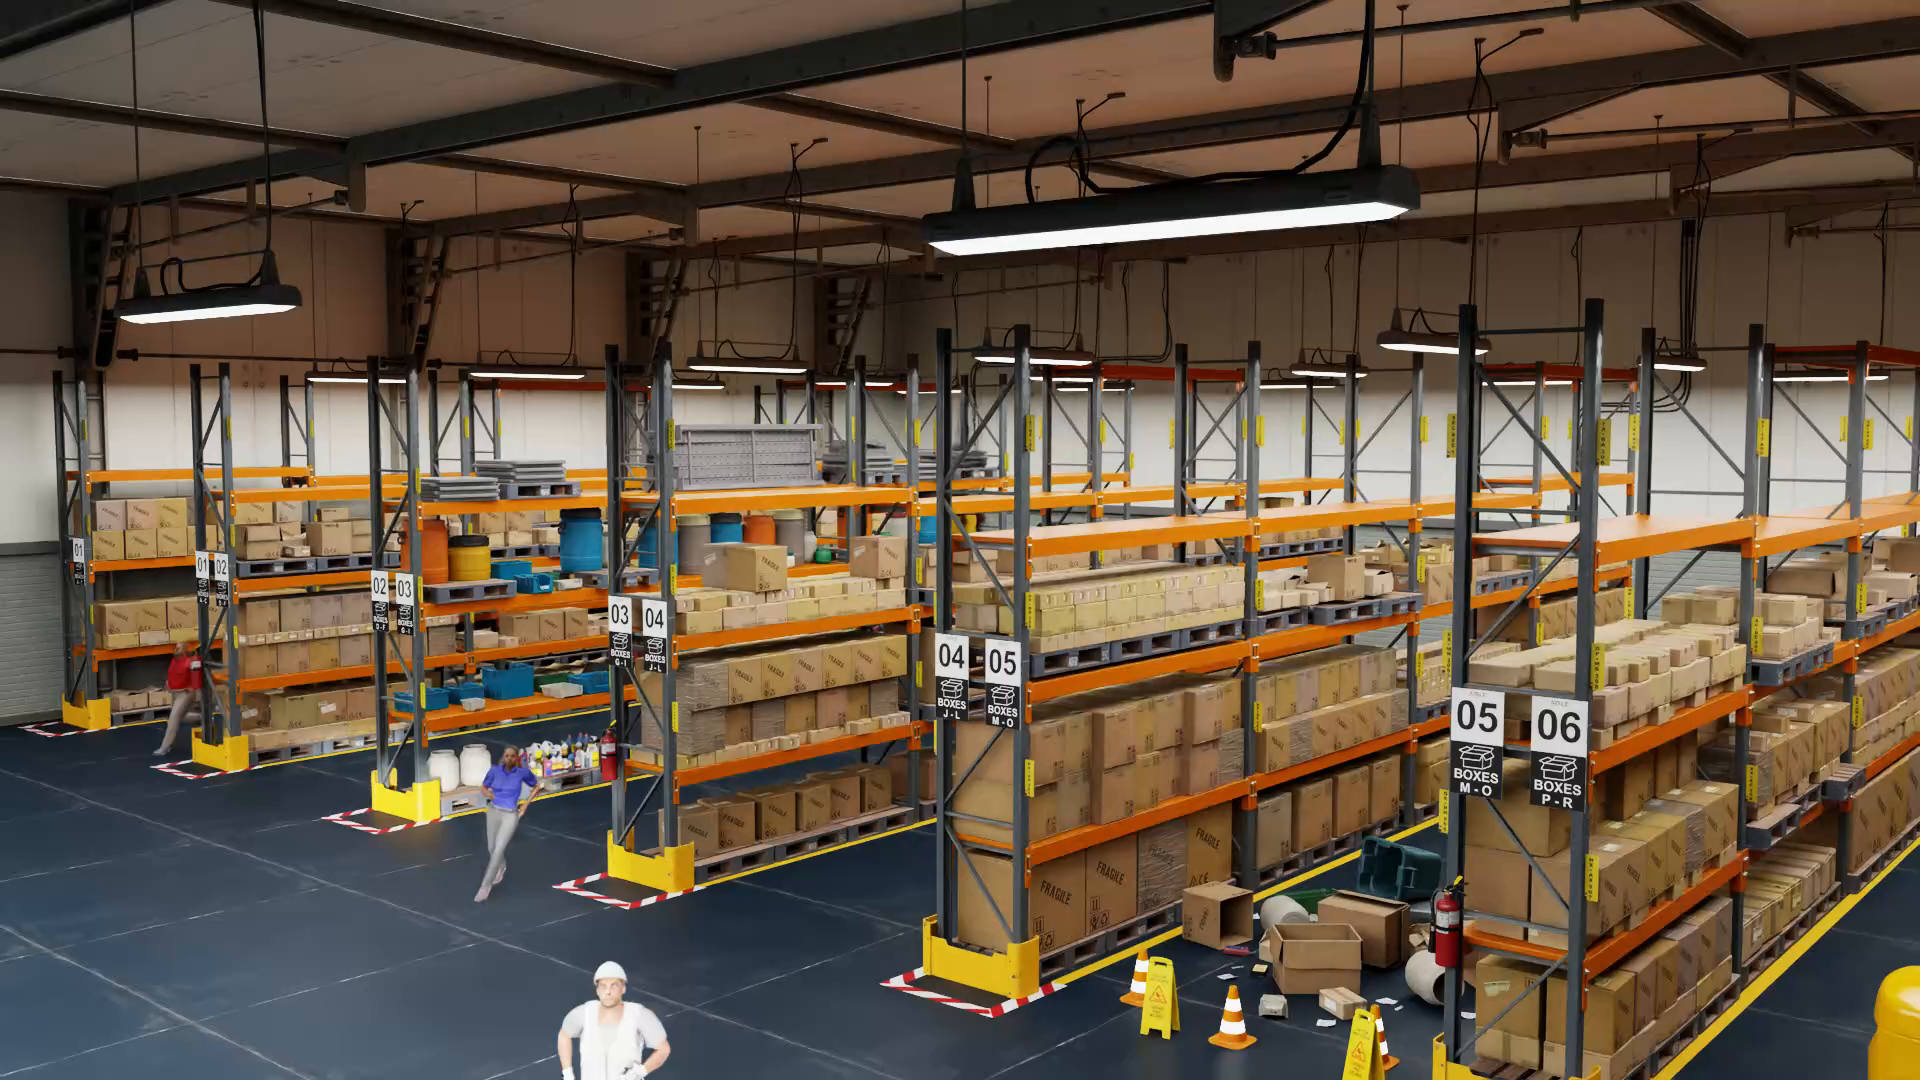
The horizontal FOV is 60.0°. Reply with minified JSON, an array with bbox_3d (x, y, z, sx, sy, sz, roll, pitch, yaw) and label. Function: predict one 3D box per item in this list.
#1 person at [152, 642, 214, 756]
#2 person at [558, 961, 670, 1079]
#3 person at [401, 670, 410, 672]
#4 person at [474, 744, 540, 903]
[{"bbox_3d":[-12.159,2.451,26.040,0.655,1.729,1.106,3,5,33],"label":"person"},{"bbox_3d":[-2.179,3.520,10.426,0.719,1.767,0.590,0,4,-5],"label":"person"},{"bbox_3d":[-9.506,2.216,28.959,0.668,1.728,0.639,3,5,34],"label":"person"},{"bbox_3d":[-4.940,3.049,18.145,0.614,1.649,0.808,1,4,8],"label":"person"}]
